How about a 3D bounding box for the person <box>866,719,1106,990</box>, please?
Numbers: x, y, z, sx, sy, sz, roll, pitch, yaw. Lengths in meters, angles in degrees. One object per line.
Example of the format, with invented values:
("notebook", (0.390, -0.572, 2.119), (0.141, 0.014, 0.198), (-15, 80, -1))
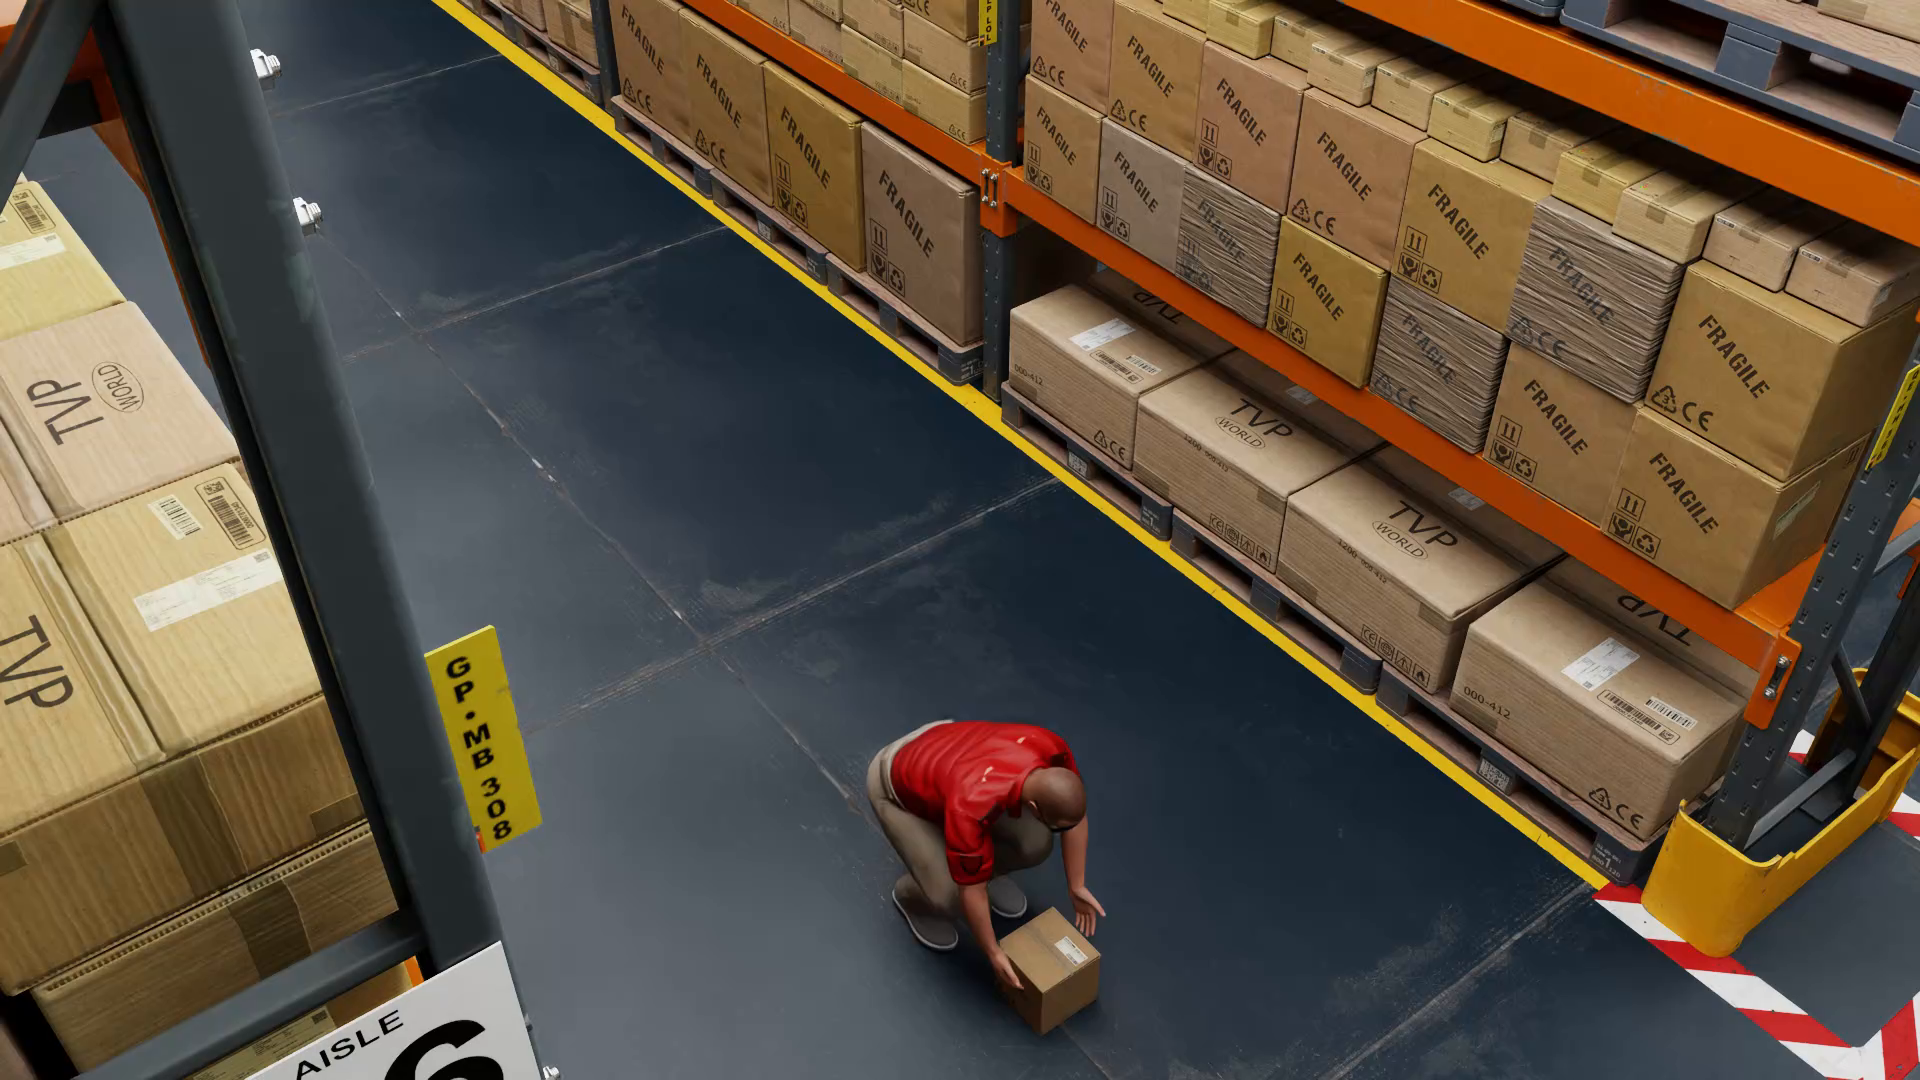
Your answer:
("person", (0.084, 0.958, 5.591), (0.570, 1.012, 0.866), (-26, 47, -28))
